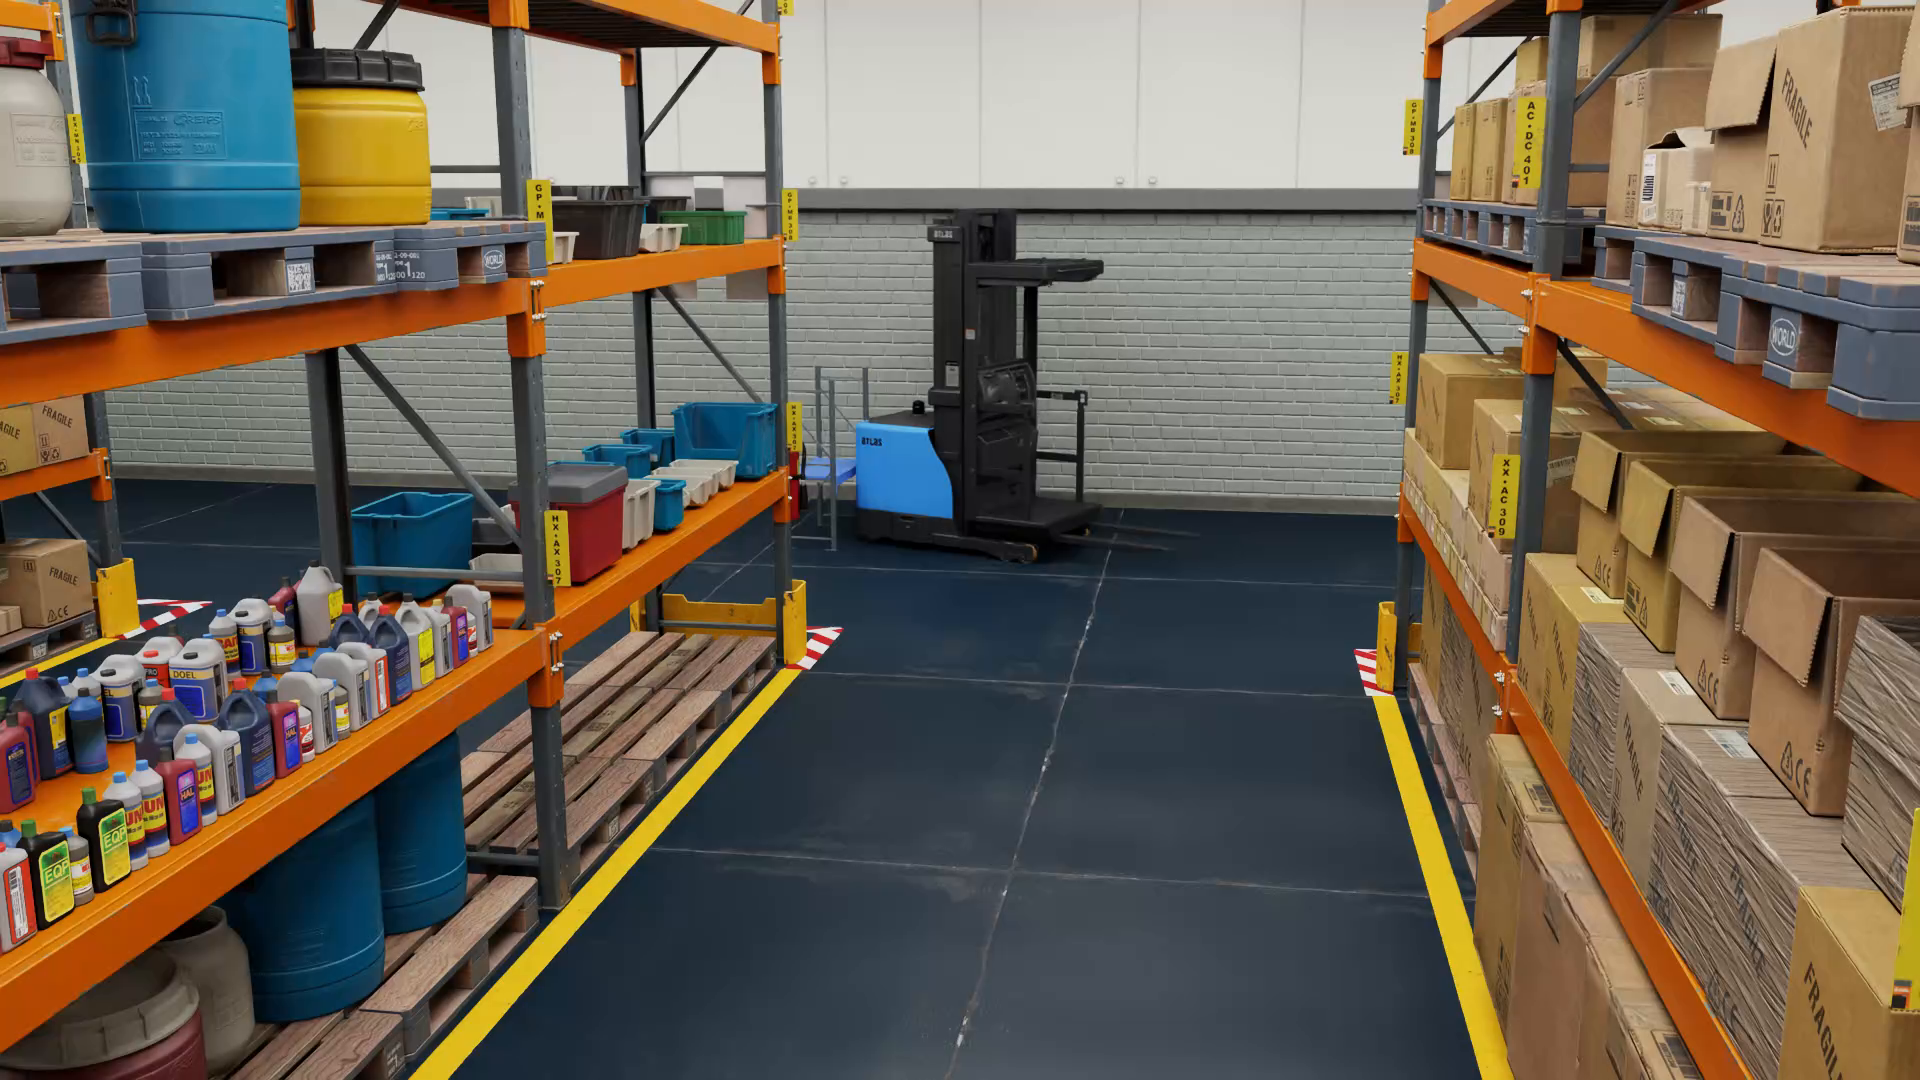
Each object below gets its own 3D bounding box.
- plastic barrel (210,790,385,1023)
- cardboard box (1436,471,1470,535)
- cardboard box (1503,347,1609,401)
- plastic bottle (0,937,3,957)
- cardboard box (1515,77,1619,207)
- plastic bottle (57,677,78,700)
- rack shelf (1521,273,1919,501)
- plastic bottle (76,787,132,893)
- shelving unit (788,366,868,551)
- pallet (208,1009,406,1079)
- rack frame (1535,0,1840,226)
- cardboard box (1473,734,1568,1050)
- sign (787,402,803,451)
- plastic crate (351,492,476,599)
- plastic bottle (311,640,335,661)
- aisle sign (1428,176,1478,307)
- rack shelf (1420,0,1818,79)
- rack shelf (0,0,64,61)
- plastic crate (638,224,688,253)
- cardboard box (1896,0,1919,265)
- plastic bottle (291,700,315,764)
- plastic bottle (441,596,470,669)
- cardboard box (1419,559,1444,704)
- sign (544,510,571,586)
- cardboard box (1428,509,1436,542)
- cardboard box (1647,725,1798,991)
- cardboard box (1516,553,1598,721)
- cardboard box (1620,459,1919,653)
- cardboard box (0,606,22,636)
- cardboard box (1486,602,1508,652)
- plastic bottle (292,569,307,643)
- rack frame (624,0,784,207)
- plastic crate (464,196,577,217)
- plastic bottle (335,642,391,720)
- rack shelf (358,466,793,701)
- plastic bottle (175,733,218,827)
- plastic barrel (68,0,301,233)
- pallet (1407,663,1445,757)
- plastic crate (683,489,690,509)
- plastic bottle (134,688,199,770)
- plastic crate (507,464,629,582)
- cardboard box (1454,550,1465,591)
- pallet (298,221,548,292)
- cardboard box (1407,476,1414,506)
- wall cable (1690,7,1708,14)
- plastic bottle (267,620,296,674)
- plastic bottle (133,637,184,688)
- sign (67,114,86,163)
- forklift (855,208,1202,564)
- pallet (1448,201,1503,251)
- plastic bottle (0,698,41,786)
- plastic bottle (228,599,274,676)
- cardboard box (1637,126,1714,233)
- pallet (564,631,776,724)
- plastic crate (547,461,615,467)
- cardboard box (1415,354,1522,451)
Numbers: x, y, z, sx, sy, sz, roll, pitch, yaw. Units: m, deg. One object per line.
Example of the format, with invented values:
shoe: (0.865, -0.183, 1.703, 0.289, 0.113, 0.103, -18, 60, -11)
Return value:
plastic barrel: (-2.459, 1.233, 6.136, 0.600, 0.901, 0.708, 2, 12, 9)
cardboard box: (2.689, -0.179, 8.353, 0.500, 0.250, 0.500, 2, 12, 8)
cardboard box: (3.444, -0.848, 9.680, 0.500, 0.500, 0.500, 2, 12, 9)
plastic bottle: (-2.384, 0.896, 3.994, 0.061, 0.283, 0.133, 2, 12, 9)
cardboard box: (2.705, -1.621, 6.805, 0.700, 0.500, 0.500, 1, 12, 5)
plastic bottle: (-2.936, 0.584, 5.469, 0.097, 0.271, 0.097, 0, 12, 0)
rack shelf: (2.336, -0.385, 4.249, 1.077, 0.370, 4.000, 2, 12, 9)
plastic bottle: (-2.307, 0.792, 4.476, 0.061, 0.283, 0.133, 2, 12, 9)
shelving unit: (-1.207, -0.756, 14.939, 0.538, 1.500, 1.048, 3, 12, 13)
pallet: (-2.595, 1.930, 5.539, 1.003, 0.211, 1.213, 2, 12, 9)
rack frame: (2.644, -2.620, 5.789, 1.000, 3.000, 0.127, 2, 12, 9)
cardboard box: (2.565, 1.280, 5.979, 1.225, 0.875, 0.875, 2, 12, 9)
sign: (-1.089, -0.745, 10.945, 0.100, 0.325, 0.005, 2, 12, 9)
plastic crate: (-2.515, 0.023, 7.663, 0.392, 0.384, 0.575, 2, 12, 9)
plastic bottle: (-2.251, 0.489, 5.911, 0.097, 0.271, 0.097, 0, 12, 0)
aisle sign: (2.974, -1.815, 10.125, 0.394, 0.787, 0.004, 2, 12, 9)
rack shelf: (2.952, -2.489, 7.839, 1.077, 0.370, 4.000, 2, 12, 9)
rack shelf: (-6.836, -3.004, 9.290, 1.077, 0.370, 4.000, 2, 12, 9)
plastic crate: (-1.708, -1.579, 8.708, 0.437, 0.136, 0.530, 2, 12, 9)
cardboard box: (2.051, -0.706, 2.786, 0.797, 0.503, 0.637, 3, 12, 12)
plastic bottle: (-2.172, 0.624, 5.447, 0.097, 0.201, 0.097, 0, 12, 0)
plastic bottle: (-1.982, 0.352, 6.518, 0.061, 0.283, 0.133, 2, 12, 9)
cardboard box: (3.240, 0.450, 9.834, 0.875, 0.875, 0.875, 2, 12, 9)
sign: (-1.707, 0.035, 7.052, 0.100, 0.325, 0.005, 2, 12, 9)
cardboard box: (2.683, -0.066, 8.776, 0.380, 0.149, 0.250, 2, 12, 8)
cardboard box: (2.019, 0.774, 4.043, 0.500, 0.500, 0.500, 1, 12, 7)
cardboard box: (2.326, 0.352, 6.004, 0.500, 0.500, 0.500, 2, 12, 9)
cardboard box: (2.437, 0.049, 5.025, 0.797, 0.503, 0.637, 2, 12, 9)
cardboard box: (-6.520, 0.531, 11.090, 0.380, 0.166, 0.250, 2, 12, 9)
cardboard box: (2.367, 0.362, 6.791, 0.380, 0.149, 0.250, 2, 12, 9)
plastic bottle: (-2.728, 0.272, 6.888, 0.061, 0.283, 0.133, 2, 12, 9)
rack frame: (-1.635, -3.613, 10.397, 1.000, 3.000, 0.127, 2, 12, 9)
plastic crate: (-2.281, -1.637, 8.631, 0.437, 0.282, 0.530, 2, 12, 9)
plastic bottle: (-2.125, 0.487, 5.909, 0.152, 0.276, 0.135, 2, 12, 9)
rack shelf: (-1.942, 0.088, 9.173, 1.077, 0.370, 4.000, 2, 12, 9)
plastic bottle: (-2.257, 0.705, 4.908, 0.097, 0.271, 0.097, 0, 12, 0)
plastic barrel: (-2.361, -1.404, 5.081, 0.600, 0.901, 0.708, 2, 12, 9)
pallet: (3.213, 1.013, 9.794, 1.003, 0.211, 1.213, 2, 12, 9)
plastic crate: (-1.686, -0.224, 9.397, 0.298, 0.136, 0.250, 2, 12, 9)
plastic bottle: (-2.409, 0.631, 5.063, 0.144, 0.351, 0.185, 2, 12, 9)
plastic crate: (-1.865, -0.086, 7.977, 0.402, 0.464, 0.583, 2, 12, 9)
cardboard box: (2.525, 0.147, 7.785, 0.380, 0.149, 0.250, 2, 12, 10)
pallet: (-2.274, -1.055, 6.098, 1.213, 0.211, 1.003, 2, 12, 9)
cardboard box: (2.840, -0.280, 9.770, 0.380, 0.149, 0.250, 2, 12, 8)
wall cable: (7.534, -6.090, 14.257, 2.277, 5.999, 0.120, 2, 12, 9)
plastic bottle: (-2.628, 0.410, 6.443, 0.097, 0.201, 0.097, 0, 12, 0)
plastic bottle: (-2.840, 0.490, 5.895, 0.152, 0.276, 0.135, 2, 12, 9)
sign: (-5.983, -2.718, 11.266, 0.100, 0.325, 0.005, 2, 12, 9)
forklift: (0.585, -1.356, 14.330, 3.031, 2.935, 1.130, 7, 14, 30)
pallet: (2.970, -1.533, 8.078, 1.003, 0.211, 1.213, 2, 12, 9)
plastic bottle: (-2.940, 0.642, 5.171, 0.061, 0.283, 0.133, 2, 12, 9)
plastic bottle: (-2.754, 0.373, 6.435, 0.152, 0.276, 0.135, 2, 12, 9)
cardboard box: (2.386, -1.090, 5.024, 0.500, 0.311, 0.500, 1, 12, 7)
pallet: (-1.800, 0.853, 10.532, 1.003, 0.211, 1.213, 2, 12, 9)
plastic crate: (-2.201, -0.313, 9.580, 0.416, 0.233, 0.300, 2, 12, 9)
cardboard box: (2.842, -0.763, 9.284, 0.500, 0.500, 0.500, 2, 12, 7)
